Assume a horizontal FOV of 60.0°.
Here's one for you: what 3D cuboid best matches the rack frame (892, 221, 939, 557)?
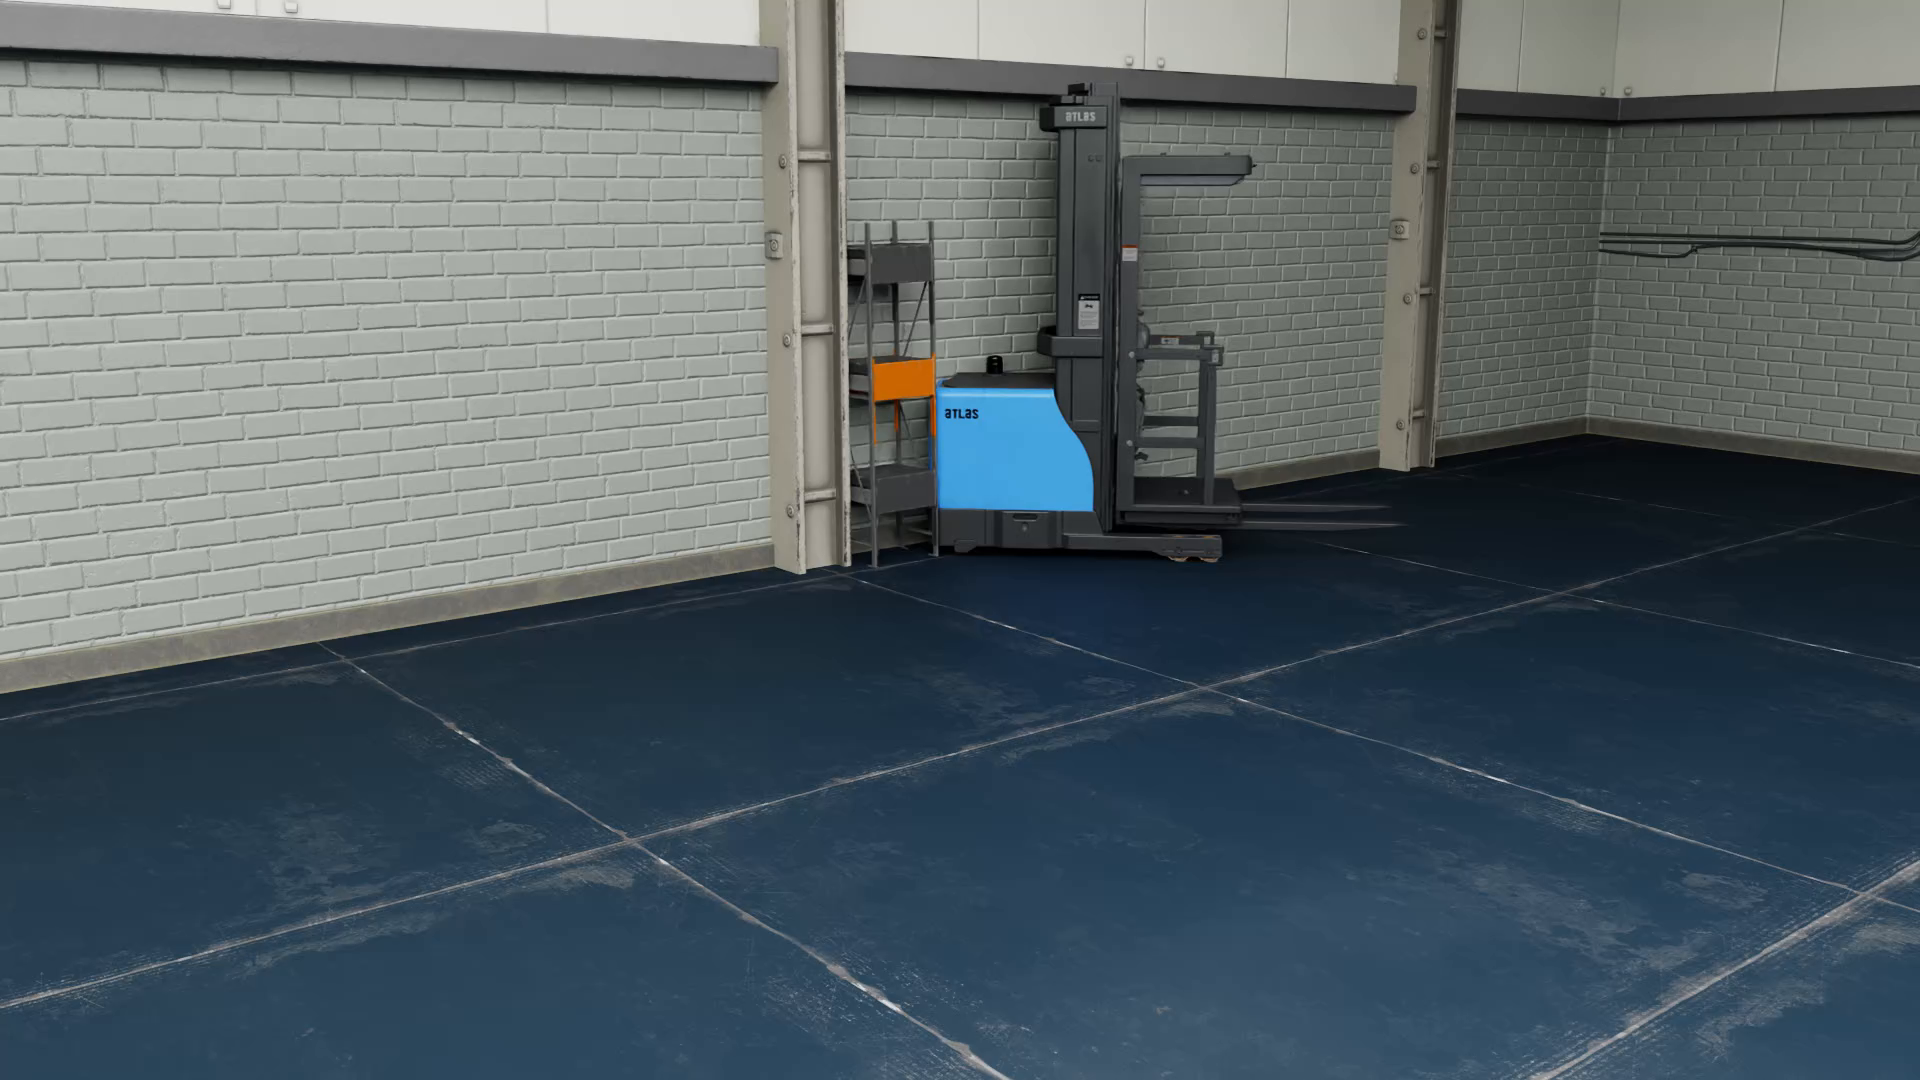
[{"bbox_3d":[-0.282,-0.948,10.513,0.015,2.100,0.400,-10,15,-39],"label":"rack frame"}]

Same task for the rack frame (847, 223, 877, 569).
[{"bbox_3d":[-0.656,-0.880,10.207,0.015,2.100,0.400,-10,15,-39],"label":"rack frame"}]

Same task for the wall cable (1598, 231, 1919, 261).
[{"bbox_3d":[6.888,-3.670,14.224,0.112,2.526,3.097,-9,15,-38],"label":"wall cable"}]

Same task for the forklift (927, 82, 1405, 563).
[{"bbox_3d":[1.337,-1.408,10.703,3.031,2.935,1.130,1,12,5],"label":"forklift"}]

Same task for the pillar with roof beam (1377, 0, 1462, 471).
[{"bbox_3d":[6.451,-4.323,9.823,0.400,9.000,9.100,-9,15,-38],"label":"pillar with roof beam"}]

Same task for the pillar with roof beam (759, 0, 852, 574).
[{"bbox_3d":[1.765,-3.544,6.156,0.400,9.000,9.100,-9,15,-38],"label":"pillar with roof beam"}]

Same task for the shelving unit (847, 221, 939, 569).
[{"bbox_3d":[-0.469,-0.914,10.360,0.503,2.100,0.431,-10,15,-39],"label":"shelving unit"}]

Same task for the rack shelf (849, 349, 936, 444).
[{"bbox_3d":[-0.469,-0.901,10.362,0.480,0.518,0.431,-10,15,-39],"label":"rack shelf"}]

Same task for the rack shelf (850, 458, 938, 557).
[{"bbox_3d":[-0.461,-0.215,10.504,0.480,0.518,0.431,-10,15,-39],"label":"rack shelf"}]

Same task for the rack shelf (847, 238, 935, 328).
[{"bbox_3d":[-0.476,-1.586,10.221,0.480,0.518,0.431,-10,15,-39],"label":"rack shelf"}]
